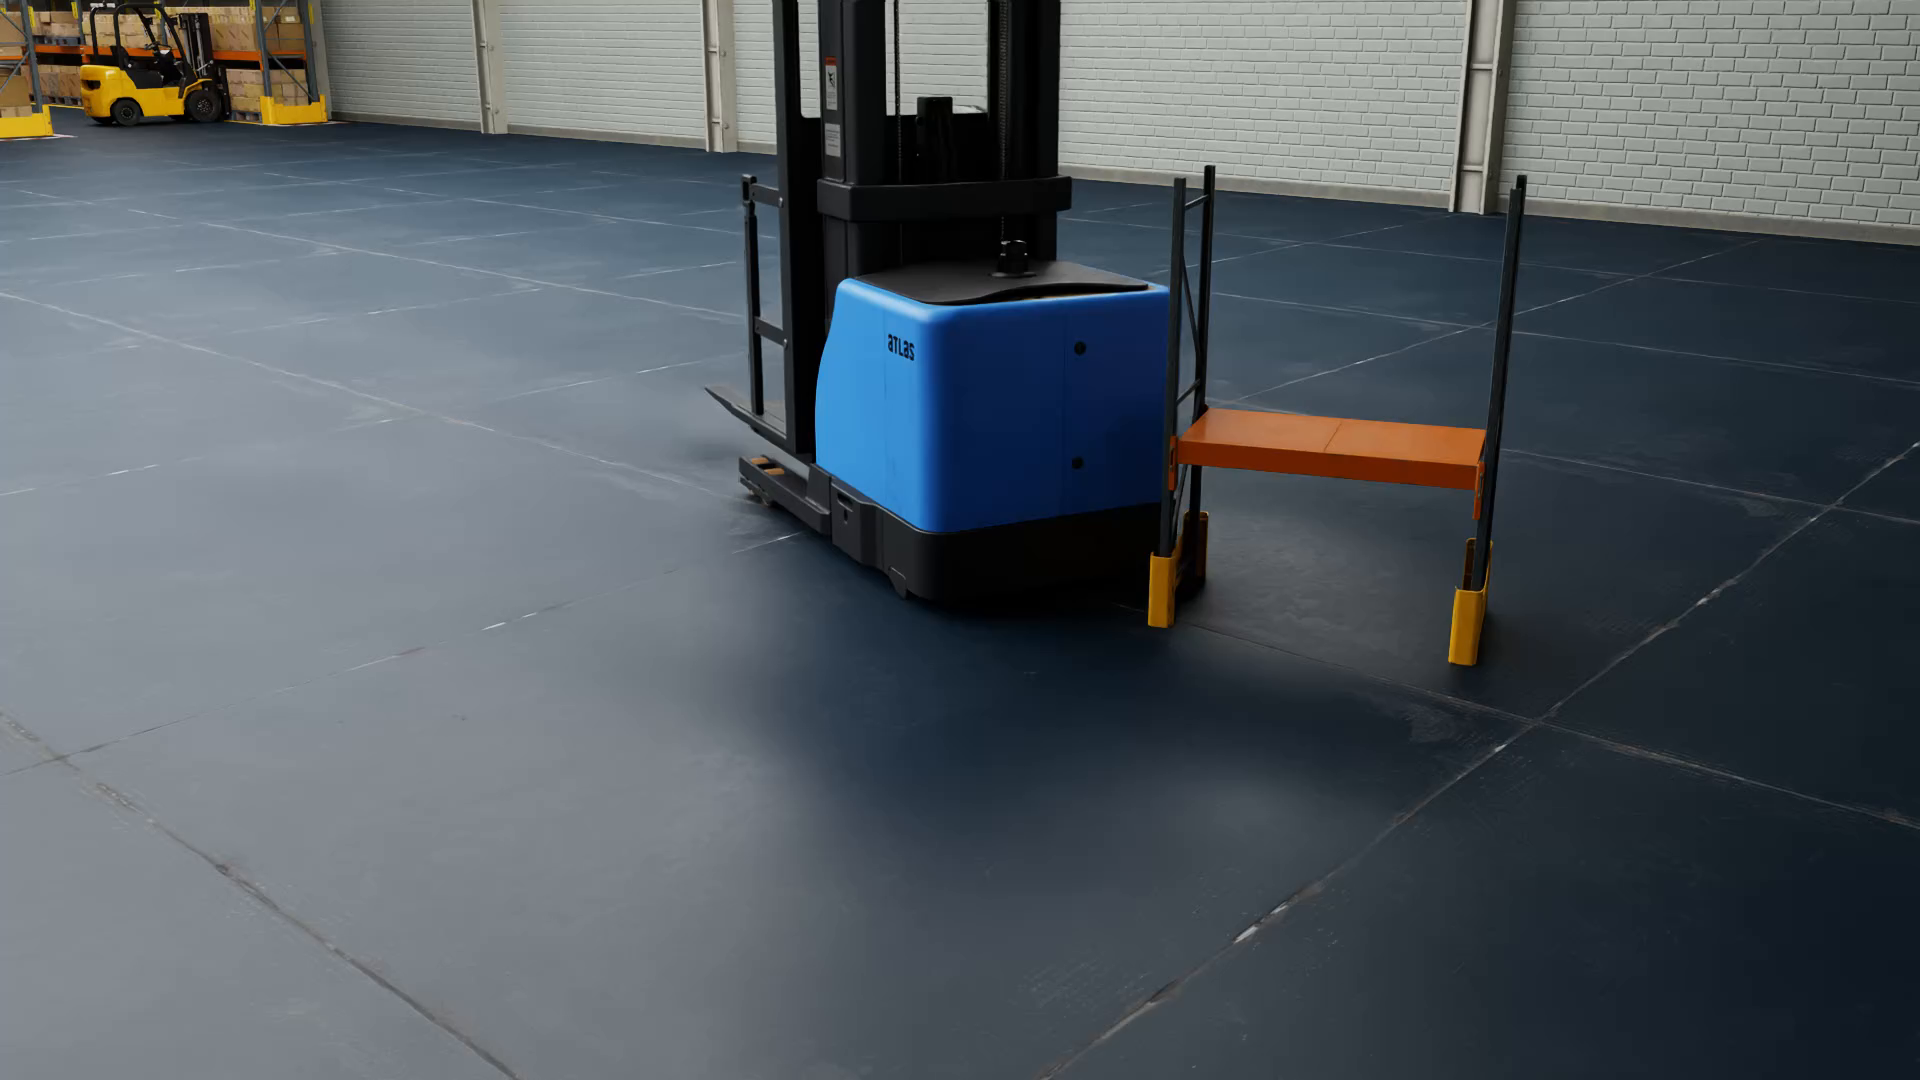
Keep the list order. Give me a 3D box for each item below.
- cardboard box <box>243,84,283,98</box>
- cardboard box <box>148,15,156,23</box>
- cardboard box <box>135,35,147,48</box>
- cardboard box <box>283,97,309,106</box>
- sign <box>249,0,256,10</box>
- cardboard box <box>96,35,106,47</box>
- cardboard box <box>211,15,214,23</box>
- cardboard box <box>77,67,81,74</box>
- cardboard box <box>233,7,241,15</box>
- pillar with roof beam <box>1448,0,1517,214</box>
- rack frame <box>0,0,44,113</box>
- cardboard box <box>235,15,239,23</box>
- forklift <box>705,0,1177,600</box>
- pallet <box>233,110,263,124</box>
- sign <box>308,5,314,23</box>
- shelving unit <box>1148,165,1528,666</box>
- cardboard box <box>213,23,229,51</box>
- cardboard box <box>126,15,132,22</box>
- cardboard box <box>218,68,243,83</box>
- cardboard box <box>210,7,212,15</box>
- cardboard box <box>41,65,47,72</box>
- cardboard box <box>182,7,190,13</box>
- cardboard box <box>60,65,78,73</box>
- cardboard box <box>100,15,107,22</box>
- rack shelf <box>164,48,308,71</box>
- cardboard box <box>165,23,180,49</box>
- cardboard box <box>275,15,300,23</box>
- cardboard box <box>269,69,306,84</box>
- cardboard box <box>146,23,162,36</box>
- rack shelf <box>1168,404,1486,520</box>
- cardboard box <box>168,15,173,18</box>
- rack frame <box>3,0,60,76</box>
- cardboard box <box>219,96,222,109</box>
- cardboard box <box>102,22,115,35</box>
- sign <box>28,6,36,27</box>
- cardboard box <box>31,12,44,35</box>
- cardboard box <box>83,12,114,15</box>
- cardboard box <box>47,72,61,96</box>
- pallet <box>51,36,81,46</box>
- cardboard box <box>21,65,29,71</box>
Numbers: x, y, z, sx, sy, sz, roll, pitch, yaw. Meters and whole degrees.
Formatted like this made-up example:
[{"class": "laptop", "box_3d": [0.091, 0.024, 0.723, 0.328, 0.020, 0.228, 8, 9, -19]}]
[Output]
[{"class": "cardboard box", "box_3d": [-13.208, -8.514, 31.506, 0.500, 0.250, 0.500, 15, 23, 39]}, {"class": "cardboard box", "box_3d": [-16.236, -10.585, 33.769, 0.250, 0.149, 0.380, 15, 23, 38]}, {"class": "cardboard box", "box_3d": [-16.558, -10.233, 34.144, 0.500, 0.250, 0.500, 15, 23, 39]}, {"class": "cardboard box", "box_3d": [-12.874, -8.392, 31.946, 0.500, 0.250, 0.500, 15, 23, 39]}, {"class": "sign", "box_3d": [-13.007, -9.904, 30.555, 0.005, 0.325, 0.100, 15, 23, 39]}, {"class": "cardboard box", "box_3d": [-18.077, -10.648, 35.451, 0.500, 0.250, 0.500, 14, 23, 38]}, {"class": "cardboard box", "box_3d": [-14.184, -10.045, 32.066, 0.250, 0.149, 0.380, 15, 23, 39]}, {"class": "cardboard box", "box_3d": [-19.157, -10.325, 36.553, 0.250, 0.149, 0.380, 14, 22, 37]}, {"class": "cardboard box", "box_3d": [-13.463, -9.971, 31.342, 0.250, 0.149, 0.380, 16, 23, 40]}, {"class": "pillar with roof beam", "box_3d": [2.534, -6.770, 13.066, 0.400, 9.000, 9.100, 15, 23, 39]}, {"class": "rack frame", "box_3d": [-15.928, -8.236, 27.603, 0.127, 3.000, 1.000, 15, 23, 39]}, {"class": "cardboard box", "box_3d": [-13.446, -9.833, 31.398, 0.250, 0.149, 0.380, 16, 23, 40]}, {"class": "forklift", "box_3d": [-0.305, -1.590, 6.776, 1.130, 2.935, 3.031, -8, 19, -25]}, {"class": "pallet", "box_3d": [-13.236, -8.174, 32.020, 1.213, 0.211, 1.003, 15, 23, 39]}, {"class": "sign", "box_3d": [-12.264, -9.934, 31.393, 0.005, 0.325, 0.100, 15, 23, 39]}, {"class": "shelving unit", "box_3d": [1.246, -0.448, 5.545, 1.083, 1.500, 0.587, 6, 19, 19]}, {"class": "cardboard box", "box_3d": [-13.944, -9.655, 31.912, 0.500, 0.500, 0.500, 14, 23, 38]}, {"class": "cardboard box", "box_3d": [-17.006, -10.787, 34.406, 0.250, 0.149, 0.380, 15, 23, 40]}, {"class": "cardboard box", "box_3d": [-13.958, -8.948, 32.045, 0.500, 0.250, 0.500, 15, 23, 40]}, {"class": "cardboard box", "box_3d": [-14.195, -10.189, 32.028, 0.250, 0.149, 0.380, 15, 23, 40]}, {"class": "cardboard box", "box_3d": [-20.686, -10.757, 37.913, 0.250, 0.149, 0.380, 15, 23, 39]}, {"class": "cardboard box", "box_3d": [-15.010, -10.374, 32.611, 0.250, 0.149, 0.380, 16, 23, 40]}, {"class": "cardboard box", "box_3d": [-19.904, -10.549, 37.259, 0.250, 0.149, 0.380, 15, 23, 38]}, {"class": "cardboard box", "box_3d": [-17.963, -11.043, 35.212, 0.250, 0.149, 0.380, 15, 23, 40]}, {"class": "rack shelf", "box_3d": [-14.132, -9.418, 32.518, 4.000, 0.370, 1.077, 15, 23, 39]}, {"class": "cardboard box", "box_3d": [-15.470, -10.062, 33.192, 0.500, 0.500, 0.500, 14, 22, 38]}, {"class": "cardboard box", "box_3d": [-12.718, -9.843, 31.430, 0.250, 0.149, 0.380, 14, 23, 38]}, {"class": "cardboard box", "box_3d": [-12.870, -8.865, 31.784, 0.500, 0.250, 0.500, 15, 23, 38]}, {"class": "cardboard box", "box_3d": [-16.165, -10.370, 33.750, 0.500, 0.250, 0.500, 14, 23, 38]}, {"class": "rack shelf", "box_3d": [1.254, -0.276, 5.597, 1.000, 0.185, 0.538, 6, 19, 19]}, {"class": "cardboard box", "box_3d": [-15.564, -10.396, 33.172, 0.250, 0.149, 0.380, 15, 23, 38]}, {"class": "rack frame", "box_3d": [-21.612, -11.769, 38.736, 0.127, 3.000, 1.000, 15, 23, 39]}, {"class": "cardboard box", "box_3d": [-14.335, -8.575, 32.525, 0.500, 0.250, 0.500, 16, 24, 41]}, {"class": "cardboard box", "box_3d": [-17.697, -10.778, 35.036, 0.500, 0.250, 0.500, 14, 23, 38]}, {"class": "sign", "box_3d": [-15.568, -8.771, 27.859, 0.005, 0.325, 0.100, 15, 23, 39]}, {"class": "cardboard box", "box_3d": [-20.424, -11.607, 37.367, 0.500, 0.500, 0.700, 15, 23, 39]}, {"class": "cardboard box", "box_3d": [-18.901, -11.352, 36.564, 0.500, 0.500, 0.500, 16, 24, 42]}, {"class": "cardboard box", "box_3d": [-20.240, -10.318, 37.603, 0.500, 0.500, 0.500, 14, 22, 37]}, {"class": "pallet", "box_3d": [-19.174, -10.994, 36.613, 1.003, 0.211, 1.213, 15, 23, 39]}, {"class": "cardboard box", "box_3d": [-21.520, -10.954, 38.536, 0.250, 0.149, 0.380, 16, 24, 42]}]
